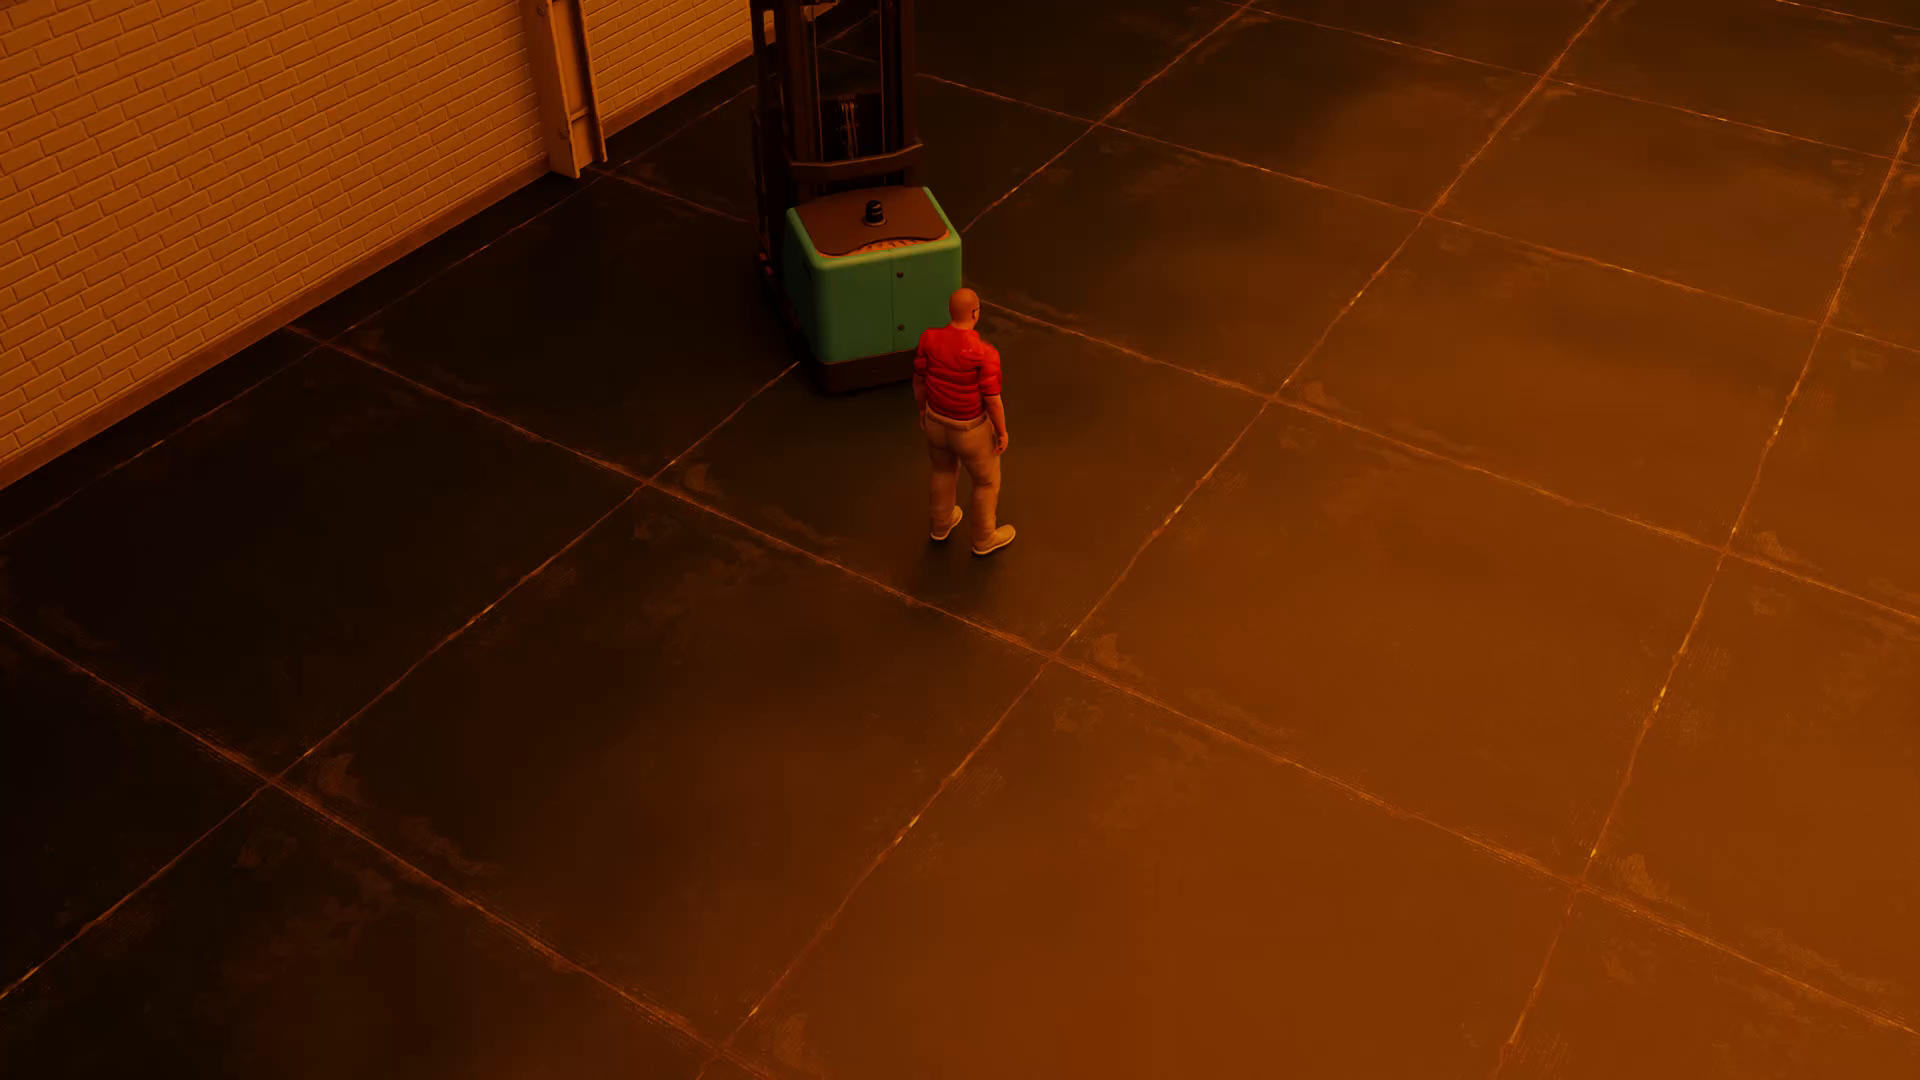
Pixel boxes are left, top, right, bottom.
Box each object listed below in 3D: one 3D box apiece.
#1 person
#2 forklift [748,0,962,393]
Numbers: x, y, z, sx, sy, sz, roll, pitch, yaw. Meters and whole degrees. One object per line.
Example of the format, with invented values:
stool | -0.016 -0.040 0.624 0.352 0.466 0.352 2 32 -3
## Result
person | 0.013 -0.682 9.703 0.587 1.726 0.396 21 45 23
forklift | -0.914 -3.079 11.600 1.130 2.935 3.031 -12 42 -14
